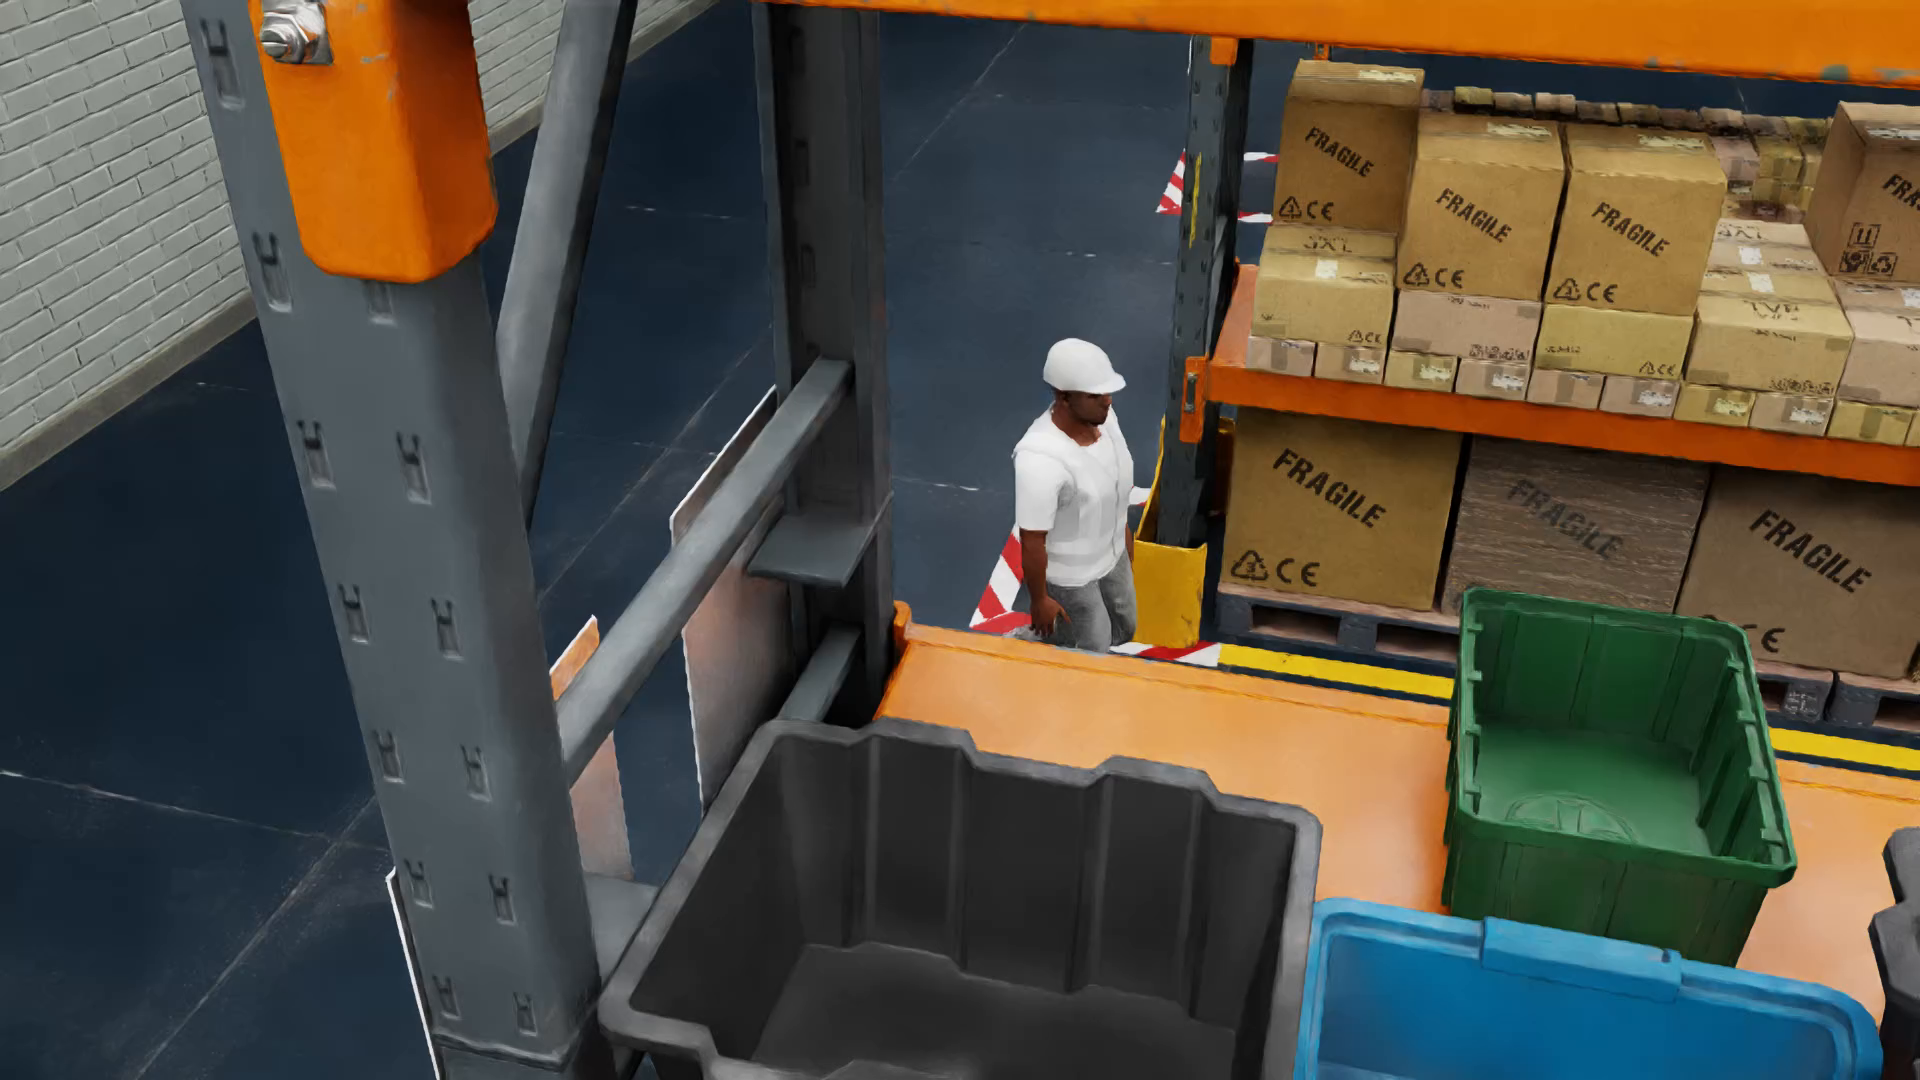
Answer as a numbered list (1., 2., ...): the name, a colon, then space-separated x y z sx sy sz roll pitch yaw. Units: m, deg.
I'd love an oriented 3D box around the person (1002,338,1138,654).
1. person: 0.392 0.059 6.005 0.669 1.758 0.606 17 36 25
